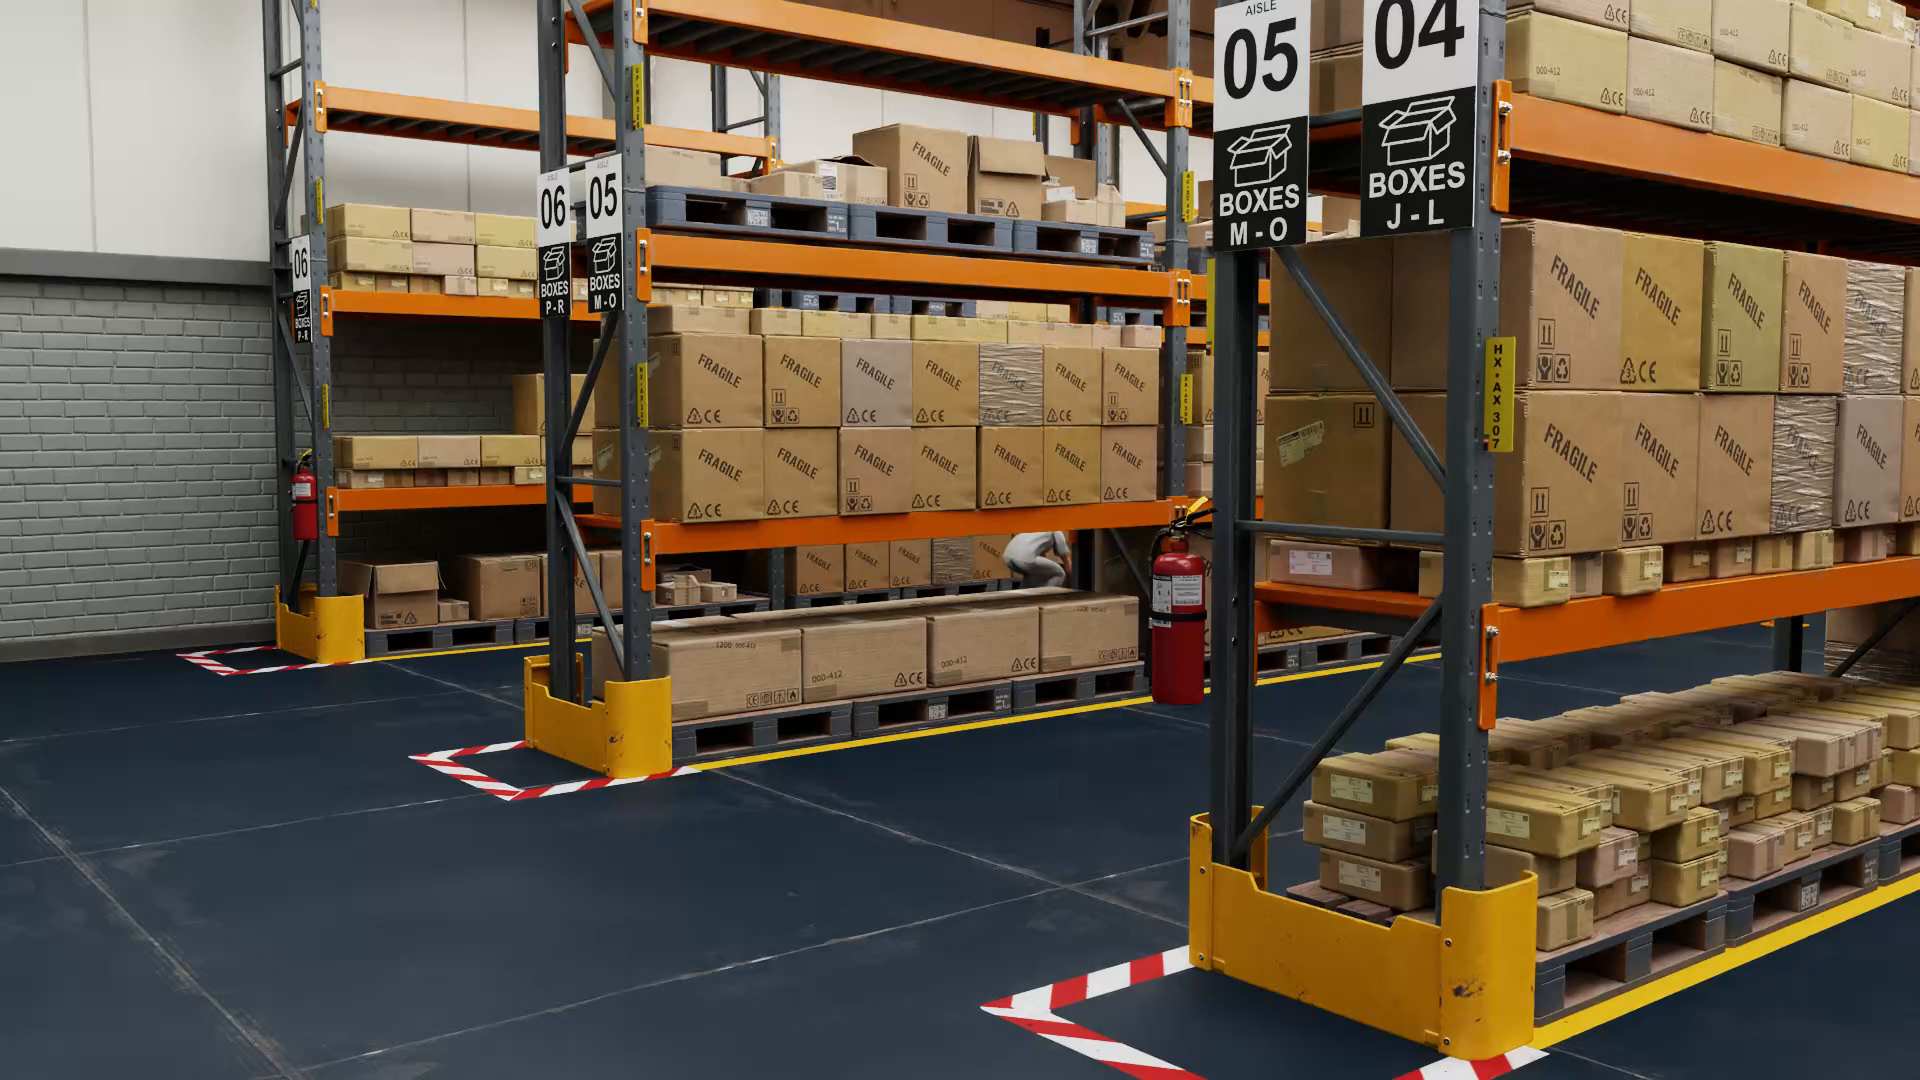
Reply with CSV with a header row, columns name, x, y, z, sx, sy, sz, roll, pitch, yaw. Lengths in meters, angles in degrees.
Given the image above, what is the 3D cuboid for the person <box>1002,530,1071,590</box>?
name,x,y,z,sx,sy,sz,roll,pitch,yaw
person,0.765,0.218,15.728,0.828,0.938,0.463,-4,6,-42
